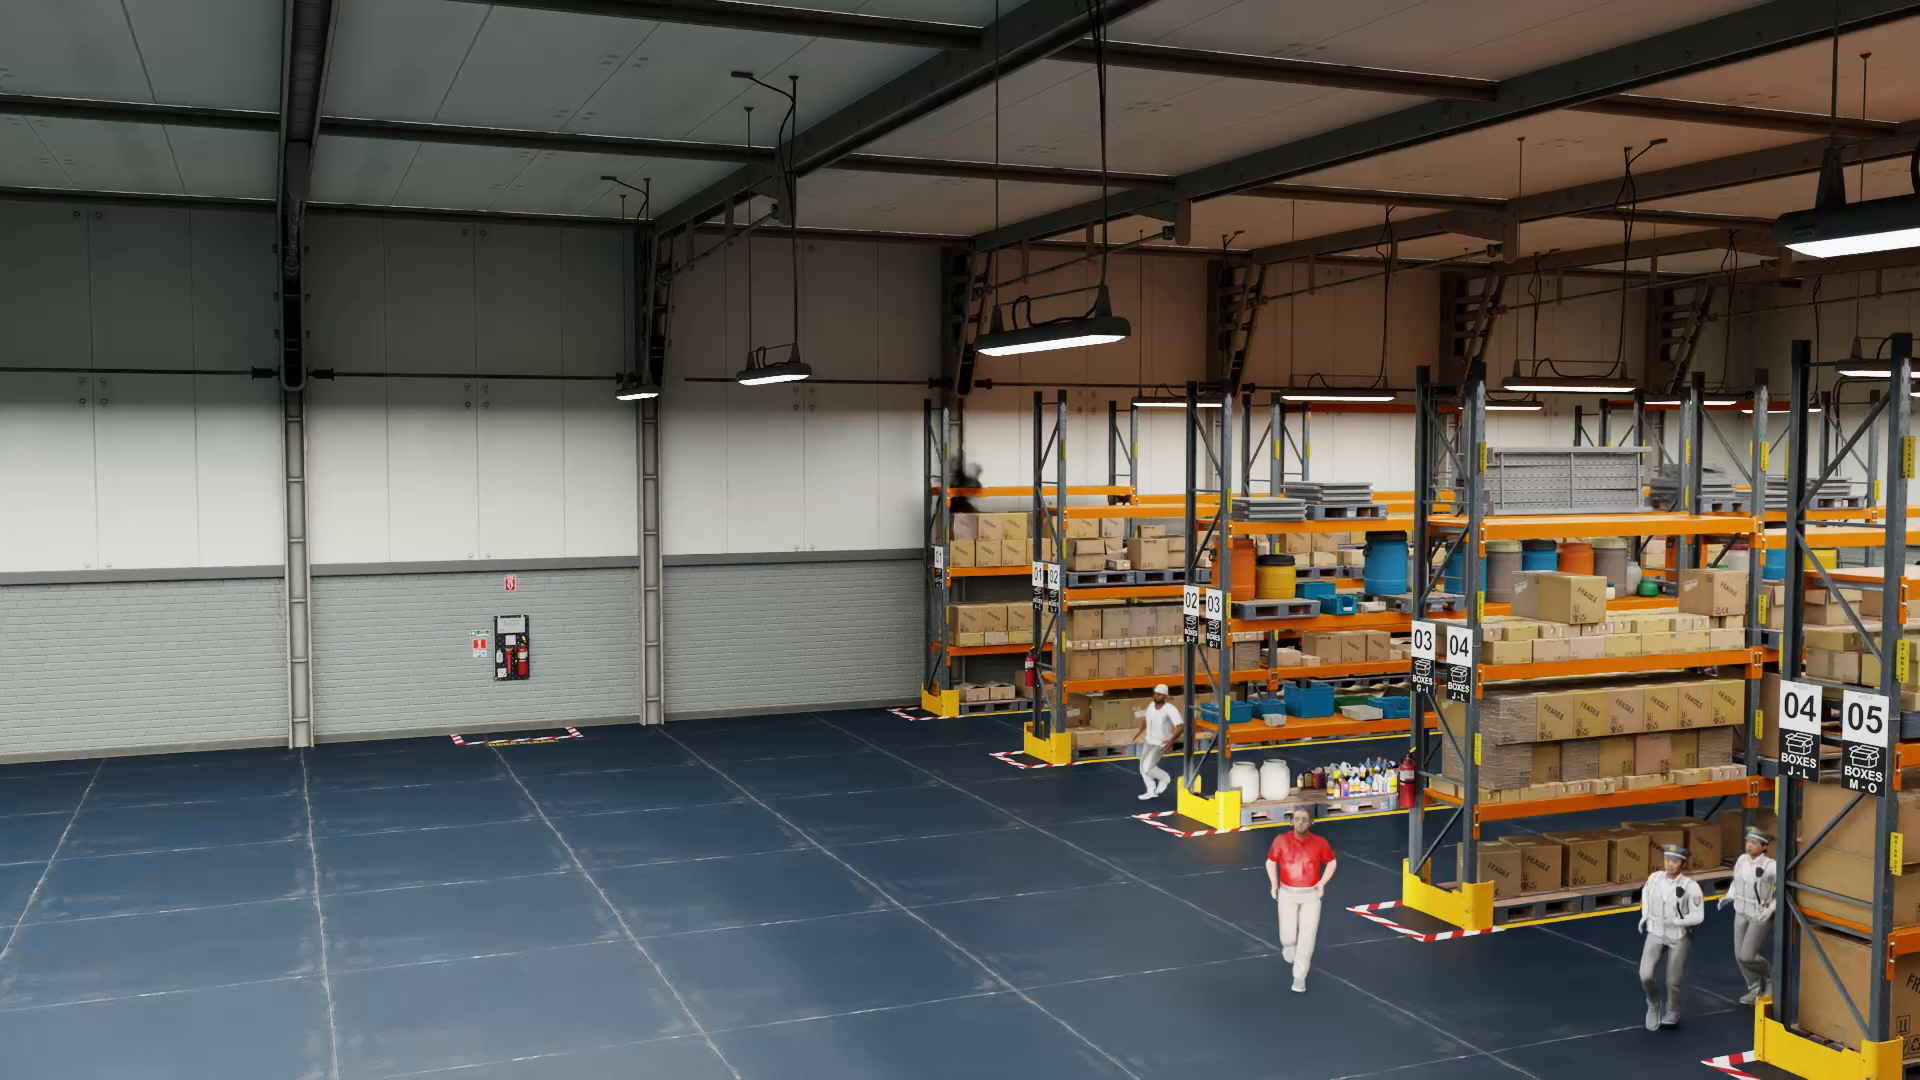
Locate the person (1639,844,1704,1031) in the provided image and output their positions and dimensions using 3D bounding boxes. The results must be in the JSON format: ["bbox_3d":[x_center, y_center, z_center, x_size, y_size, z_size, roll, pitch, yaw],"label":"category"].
[{"bbox_3d":[6.191,3.472,14.525,0.593,1.683,0.637,3,4,40],"label":"person"}]

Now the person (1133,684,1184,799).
[{"bbox_3d":[2.835,2.913,23.915,0.536,1.710,0.757,-2,4,-32],"label":"person"}]

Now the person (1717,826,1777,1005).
[{"bbox_3d":[7.266,3.441,15.222,0.509,1.655,0.632,-1,4,-22],"label":"person"}]

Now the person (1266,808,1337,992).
[{"bbox_3d":[3.252,3.391,15.861,0.662,1.686,0.698,1,3,13],"label":"person"}]
